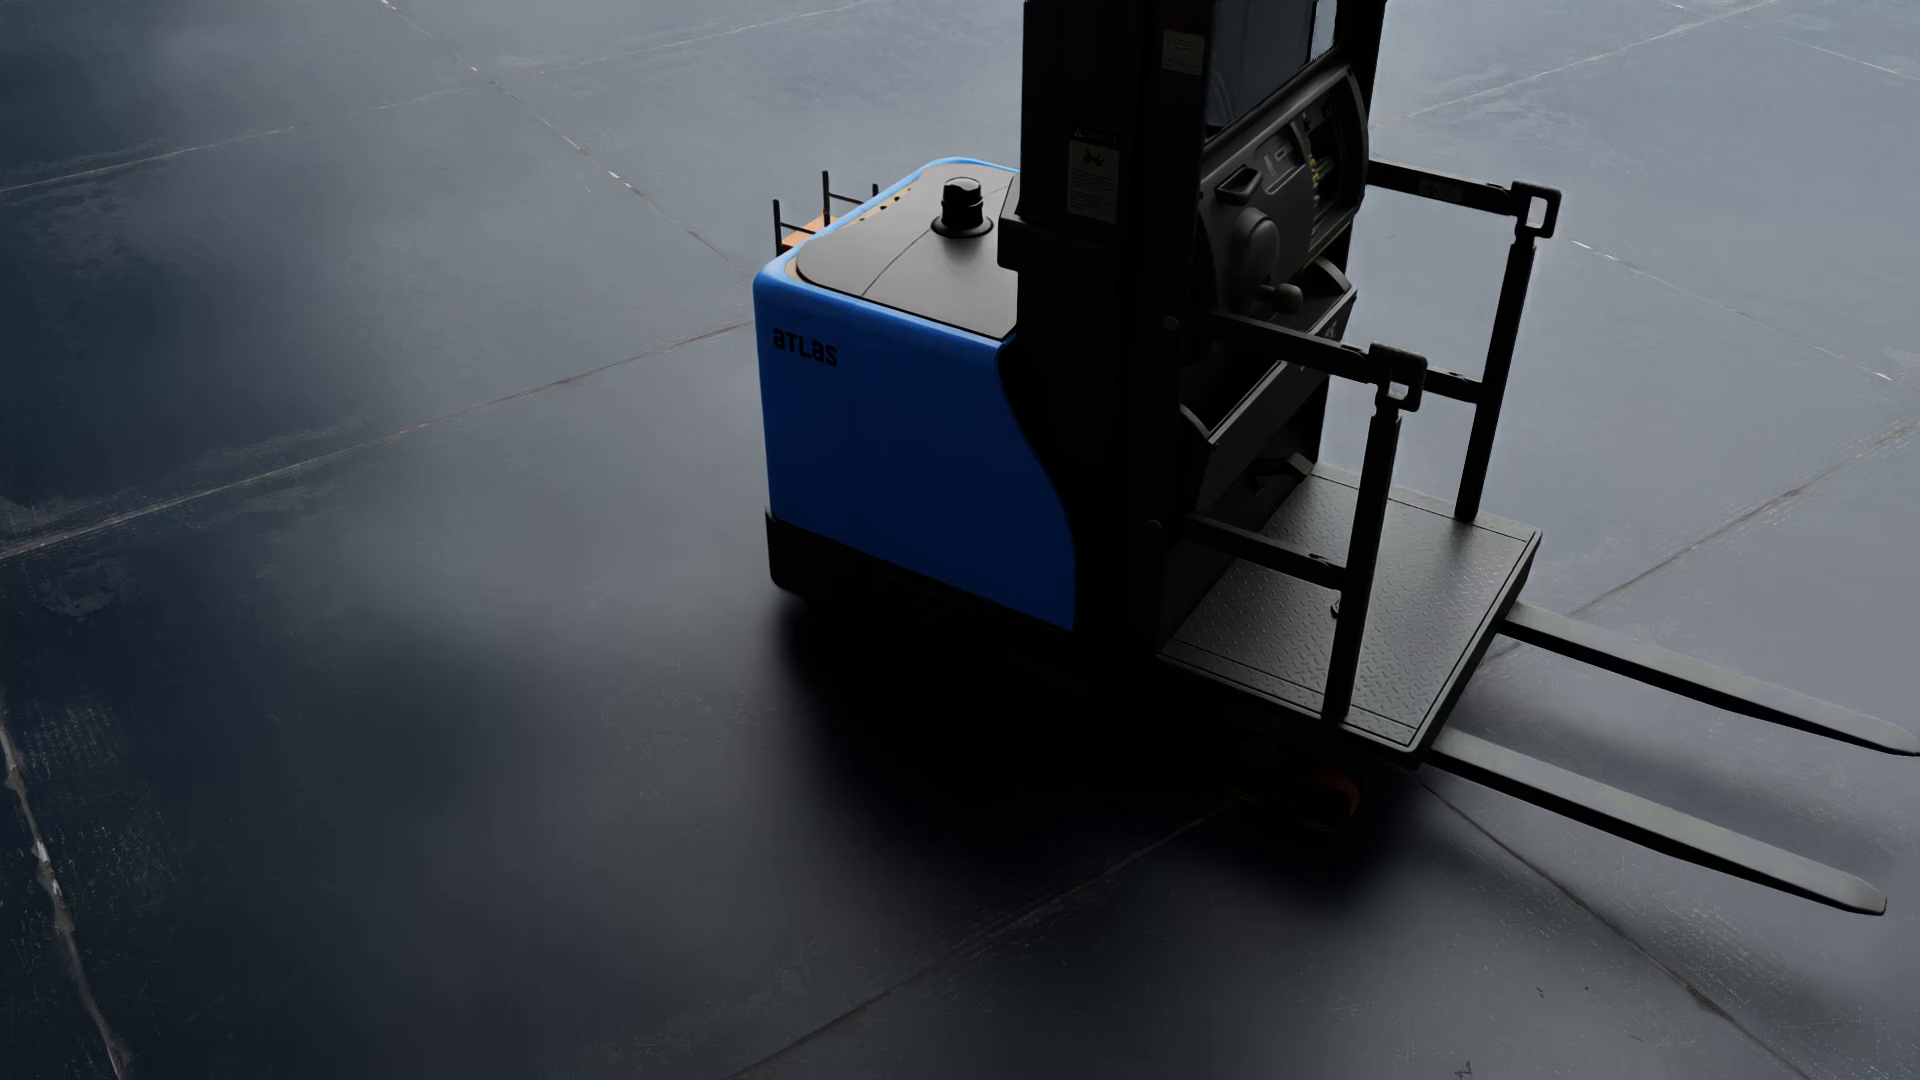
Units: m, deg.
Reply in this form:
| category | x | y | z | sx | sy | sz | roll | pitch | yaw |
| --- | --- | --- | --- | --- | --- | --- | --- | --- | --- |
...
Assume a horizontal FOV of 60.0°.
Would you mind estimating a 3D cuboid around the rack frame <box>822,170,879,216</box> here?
| category | x | y | z | sx | sy | sz | roll | pitch | yaw |
| --- | --- | --- | --- | --- | --- | --- | --- | --- | --- |
| rack frame | -0.327 | -0.653 | 5.259 | 0.200 | 1.050 | 0.008 | 20 | 40 | 26 |

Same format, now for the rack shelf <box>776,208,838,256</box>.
| category | x | y | z | sx | sy | sz | roll | pitch | yaw |
| --- | --- | --- | --- | --- | --- | --- | --- | --- | --- |
| rack shelf | -0.392 | -0.815 | 5.015 | 0.215 | 0.259 | 0.240 | 20 | 40 | 26 |

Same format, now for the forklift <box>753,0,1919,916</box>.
| category | x | y | z | sx | sy | sz | roll | pitch | yaw |
| --- | --- | --- | --- | --- | --- | --- | --- | --- | --- |
| forklift | 0.952 | -0.807 | 3.862 | 3.031 | 2.935 | 1.130 | 20 | 40 | 26 |

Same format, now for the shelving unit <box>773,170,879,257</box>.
| category | x | y | z | sx | sy | sz | roll | pitch | yaw |
| --- | --- | --- | --- | --- | --- | --- | --- | --- | --- |
| shelving unit | -0.392 | -0.593 | 5.175 | 0.215 | 1.050 | 0.252 | 20 | 40 | 26 |

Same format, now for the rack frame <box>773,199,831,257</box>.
| category | x | y | z | sx | sy | sz | roll | pitch | yaw |
| --- | --- | --- | --- | --- | --- | --- | --- | --- | --- |
| rack frame | -0.457 | -0.532 | 5.091 | 0.200 | 1.050 | 0.008 | 20 | 40 | 26 |
